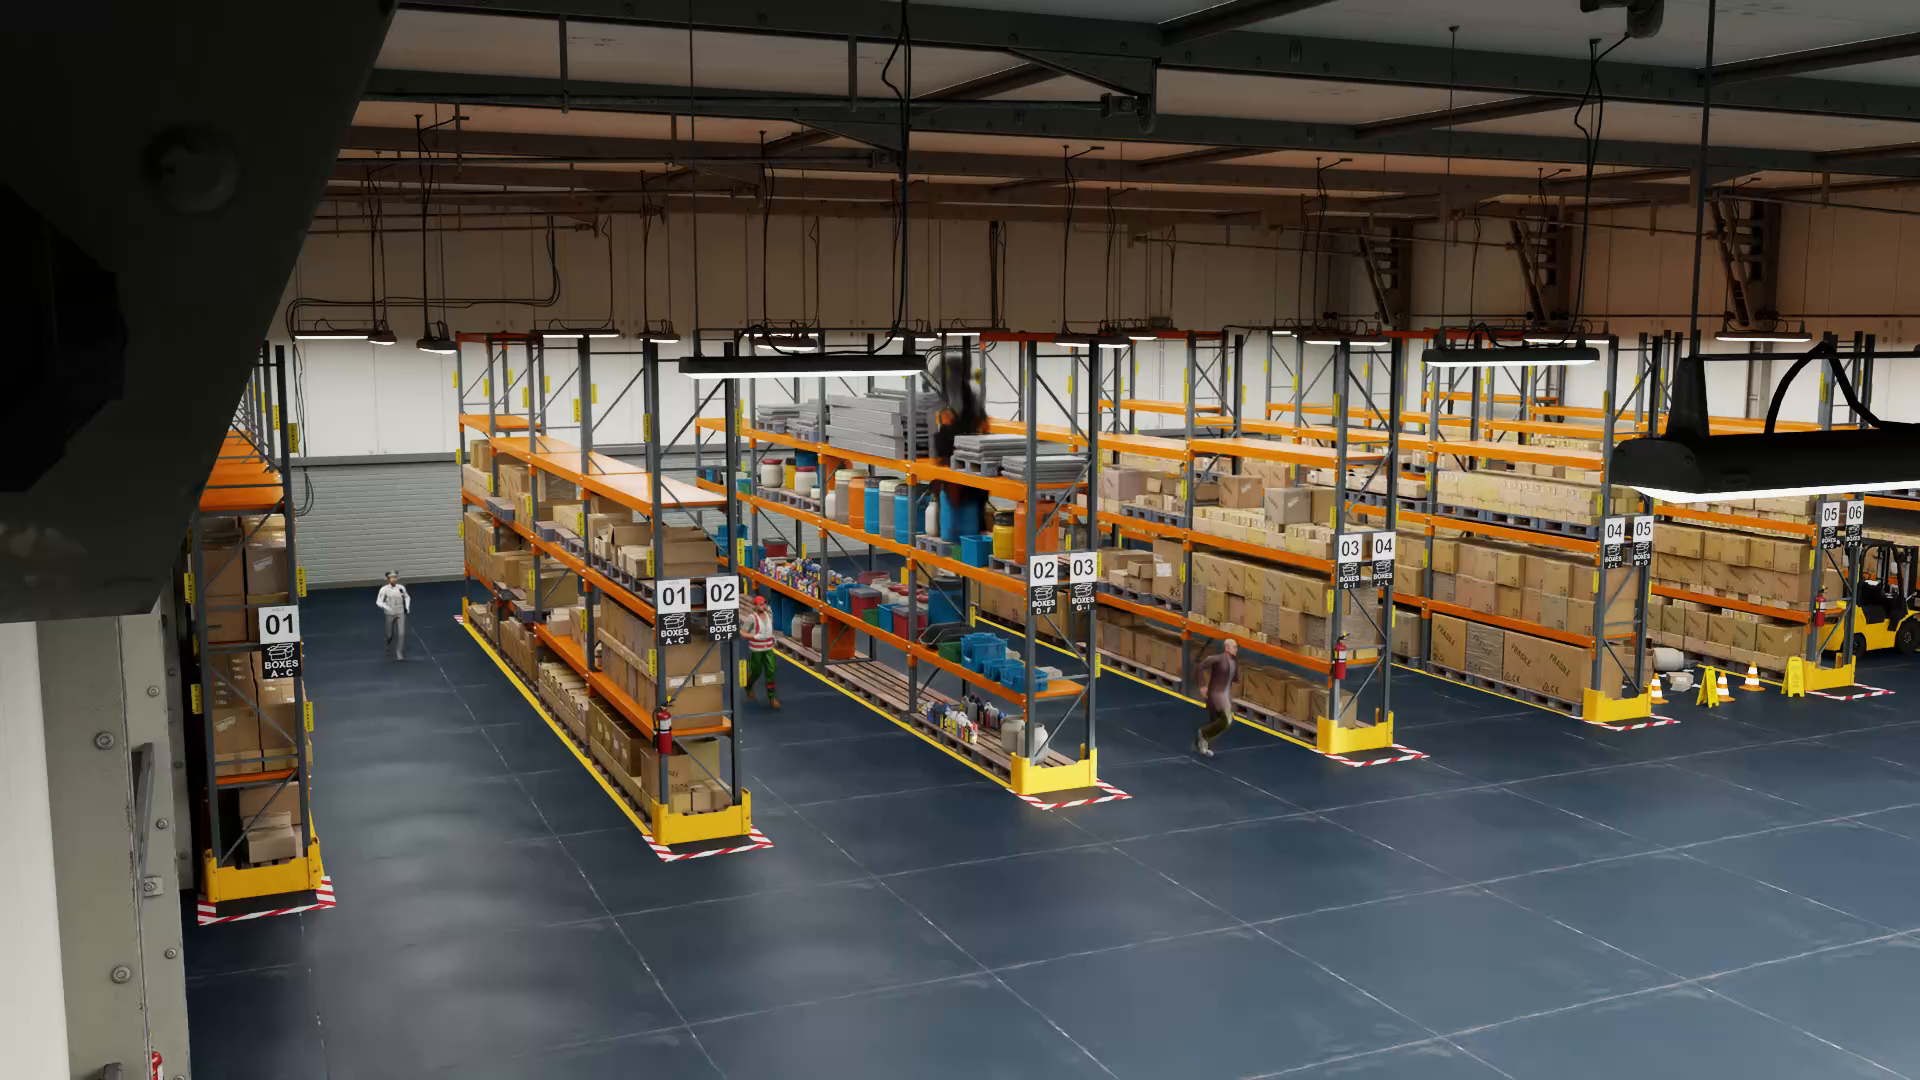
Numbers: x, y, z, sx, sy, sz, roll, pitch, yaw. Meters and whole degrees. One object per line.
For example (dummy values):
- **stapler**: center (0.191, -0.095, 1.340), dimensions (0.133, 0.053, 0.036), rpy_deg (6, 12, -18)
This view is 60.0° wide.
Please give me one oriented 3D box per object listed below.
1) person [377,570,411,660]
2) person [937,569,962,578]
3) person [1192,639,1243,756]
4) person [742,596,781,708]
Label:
- **person**: center (-10.467, 1.367, 30.795), dimensions (0.625, 1.649, 0.723), rpy_deg (-4, 9, -30)
- **person**: center (-0.205, 1.048, 33.961), dimensions (0.579, 1.514, 1.023), rpy_deg (-2, 8, -15)
- **person**: center (3.738, 2.252, 23.978), dimensions (0.732, 1.700, 0.667), rpy_deg (6, 10, 37)
- **person**: center (-3.218, 1.786, 26.967), dimensions (0.657, 1.776, 0.933), rpy_deg (-6, 10, -36)
